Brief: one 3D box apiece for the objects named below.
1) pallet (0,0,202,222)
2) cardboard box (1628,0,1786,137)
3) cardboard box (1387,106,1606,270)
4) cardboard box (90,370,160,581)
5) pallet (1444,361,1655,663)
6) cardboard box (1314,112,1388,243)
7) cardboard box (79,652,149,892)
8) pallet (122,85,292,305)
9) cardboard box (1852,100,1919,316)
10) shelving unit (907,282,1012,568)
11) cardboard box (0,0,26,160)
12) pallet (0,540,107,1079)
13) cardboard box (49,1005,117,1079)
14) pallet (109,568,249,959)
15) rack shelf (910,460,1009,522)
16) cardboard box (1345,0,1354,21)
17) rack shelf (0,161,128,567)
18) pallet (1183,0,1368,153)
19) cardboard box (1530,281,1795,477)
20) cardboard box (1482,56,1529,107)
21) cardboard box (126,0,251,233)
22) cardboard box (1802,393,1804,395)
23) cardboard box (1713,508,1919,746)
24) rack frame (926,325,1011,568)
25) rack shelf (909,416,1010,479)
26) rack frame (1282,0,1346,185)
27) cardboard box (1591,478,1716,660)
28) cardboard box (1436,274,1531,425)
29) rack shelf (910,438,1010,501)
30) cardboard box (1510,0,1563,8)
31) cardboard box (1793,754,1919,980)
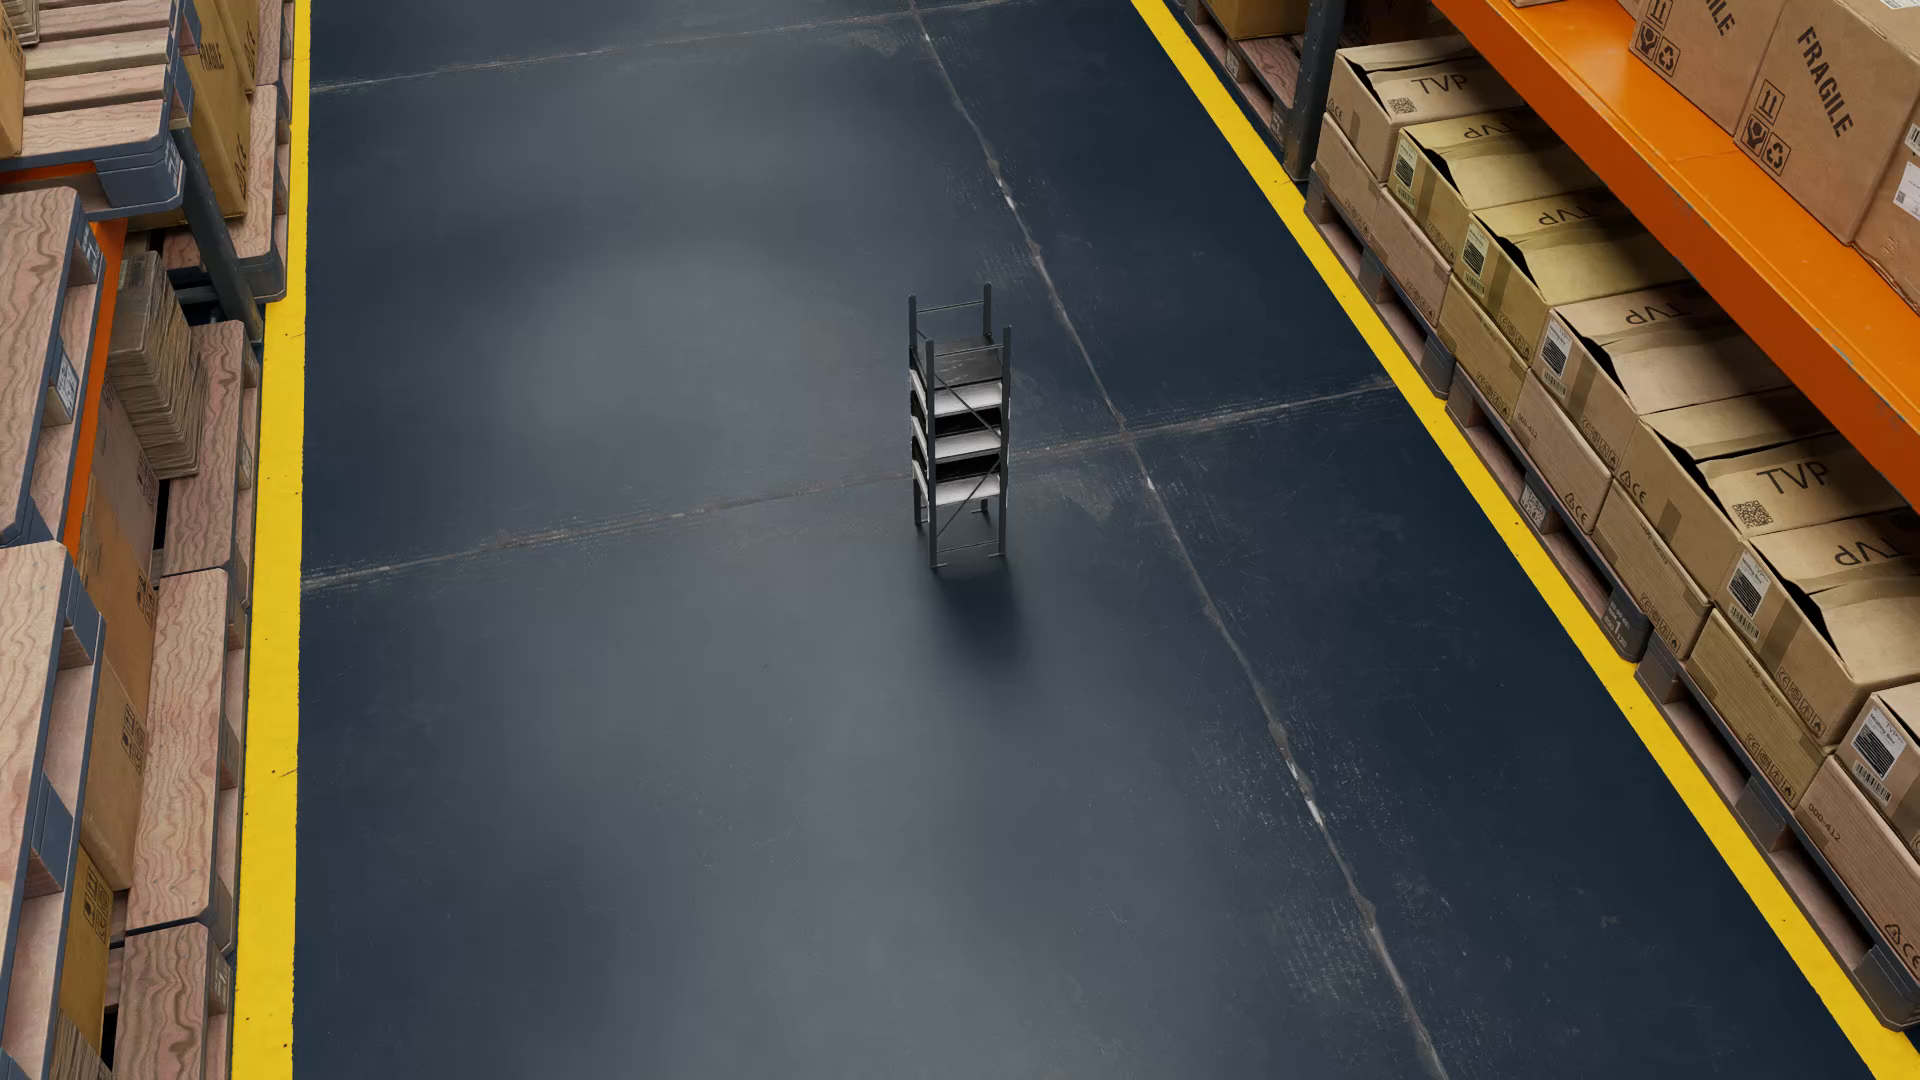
[{"bbox_3d":[-2.700,-1.157,4.418,1.213,0.211,1.003,-11,47,-10],"label":"pallet"},{"bbox_3d":[2.247,-1.484,4.534,0.500,0.500,0.500,-13,47,-12],"label":"cardboard box"},{"bbox_3d":[1.795,-1.209,5.573,0.500,0.311,0.500,-12,47,-11],"label":"cardboard box"},{"bbox_3d":[-2.731,-0.111,4.701,0.700,0.500,0.500,-11,47,-10],"label":"cardboard box"},{"bbox_3d":[2.284,-0.212,5.310,1.003,0.211,1.213,-11,47,-10],"label":"pallet"},{"bbox_3d":[1.652,-1.374,6.127,0.500,0.250,0.500,-11,47,-10],"label":"cardboard box"},{"bbox_3d":[-2.438,0.574,4.030,0.700,0.500,0.500,-10,46,-10],"label":"cardboard box"},{"bbox_3d":[-3.115,-1.278,6.355,1.003,0.211,1.213,-11,47,-10],"label":"pallet"},{"bbox_3d":[2.510,-0.775,3.839,0.500,0.500,0.500,-8,46,-7],"label":"cardboard box"},{"bbox_3d":[-0.002,-0.321,4.934,0.258,0.900,0.210,-11,47,-10],"label":"shelving unit"},{"bbox_3d":[-2.686,-1.182,3.930,0.700,0.500,0.500,-15,47,-14],"label":"cardboard box"},{"bbox_3d":[-2.017,0.578,2.717,1.003,0.211,1.213,-11,47,-10],"label":"pallet"},{"bbox_3d":[-2.166,1.281,3.336,0.700,0.500,0.500,-9,46,-9],"label":"cardboard box"},{"bbox_3d":[-2.478,0.660,4.455,1.003,0.211,1.213,-11,47,-10],"label":"pallet"},{"bbox_3d":[-0.002,-0.171,5.086,0.258,0.077,0.200,-11,47,-10],"label":"rack shelf"},{"bbox_3d":[1.822,-2.611,7.150,0.500,0.500,0.500,-12,47,-12],"label":"cardboard box"},{"bbox_3d":[-2.474,-0.064,3.716,1.077,0.370,4.000,-11,47,-10],"label":"rack shelf"},{"bbox_3d":[1.647,-2.151,7.210,1.003,0.211,1.213,-11,47,-10],"label":"pallet"},{"bbox_3d":[2.055,-0.502,4.880,0.500,0.311,0.500,-11,47,-11],"label":"cardboard box"},{"bbox_3d":[2.174,-1.669,6.024,0.500,0.311,0.500,-10,46,-9],"label":"cardboard box"},{"bbox_3d":[-3.047,-1.623,5.951,0.750,0.750,0.750,-11,47,-11],"label":"cardboard box"},{"bbox_3d":[2.566,-0.616,4.992,0.500,0.311,0.500,-10,46,-9],"label":"cardboard box"},{"bbox_3d":[2.306,0.191,4.201,0.500,0.311,0.500,-10,46,-9],"label":"cardboard box"},{"bbox_3d":[0.024,-0.250,4.865,0.240,0.900,0.006,-11,47,-10],"label":"rack frame"},{"bbox_3d":[-0.002,-0.297,4.958,0.258,0.077,0.200,-11,47,-10],"label":"rack shelf"},{"bbox_3d":[1.802,-2.605,5.702,1.000,3.000,0.127,-11,47,-10],"label":"rack frame"},{"bbox_3d":[2.181,0.036,4.745,0.500,0.250,0.500,-10,46,-9],"label":"cardboard box"},{"bbox_3d":[1.921,-0.669,5.437,0.500,0.250,0.500,-12,47,-11],"label":"cardboard box"},{"bbox_3d":[-0.002,-0.234,5.022,0.258,0.077,0.200,-11,47,-10],"label":"rack shelf"},{"bbox_3d":[1.844,-1.921,5.094,0.500,0.311,0.500,-11,47,-11],"label":"cardboard box"},{"bbox_3d":[2.440,0.739,4.057,0.500,0.250,0.500,-11,47,-11],"label":"cardboard box"}]
